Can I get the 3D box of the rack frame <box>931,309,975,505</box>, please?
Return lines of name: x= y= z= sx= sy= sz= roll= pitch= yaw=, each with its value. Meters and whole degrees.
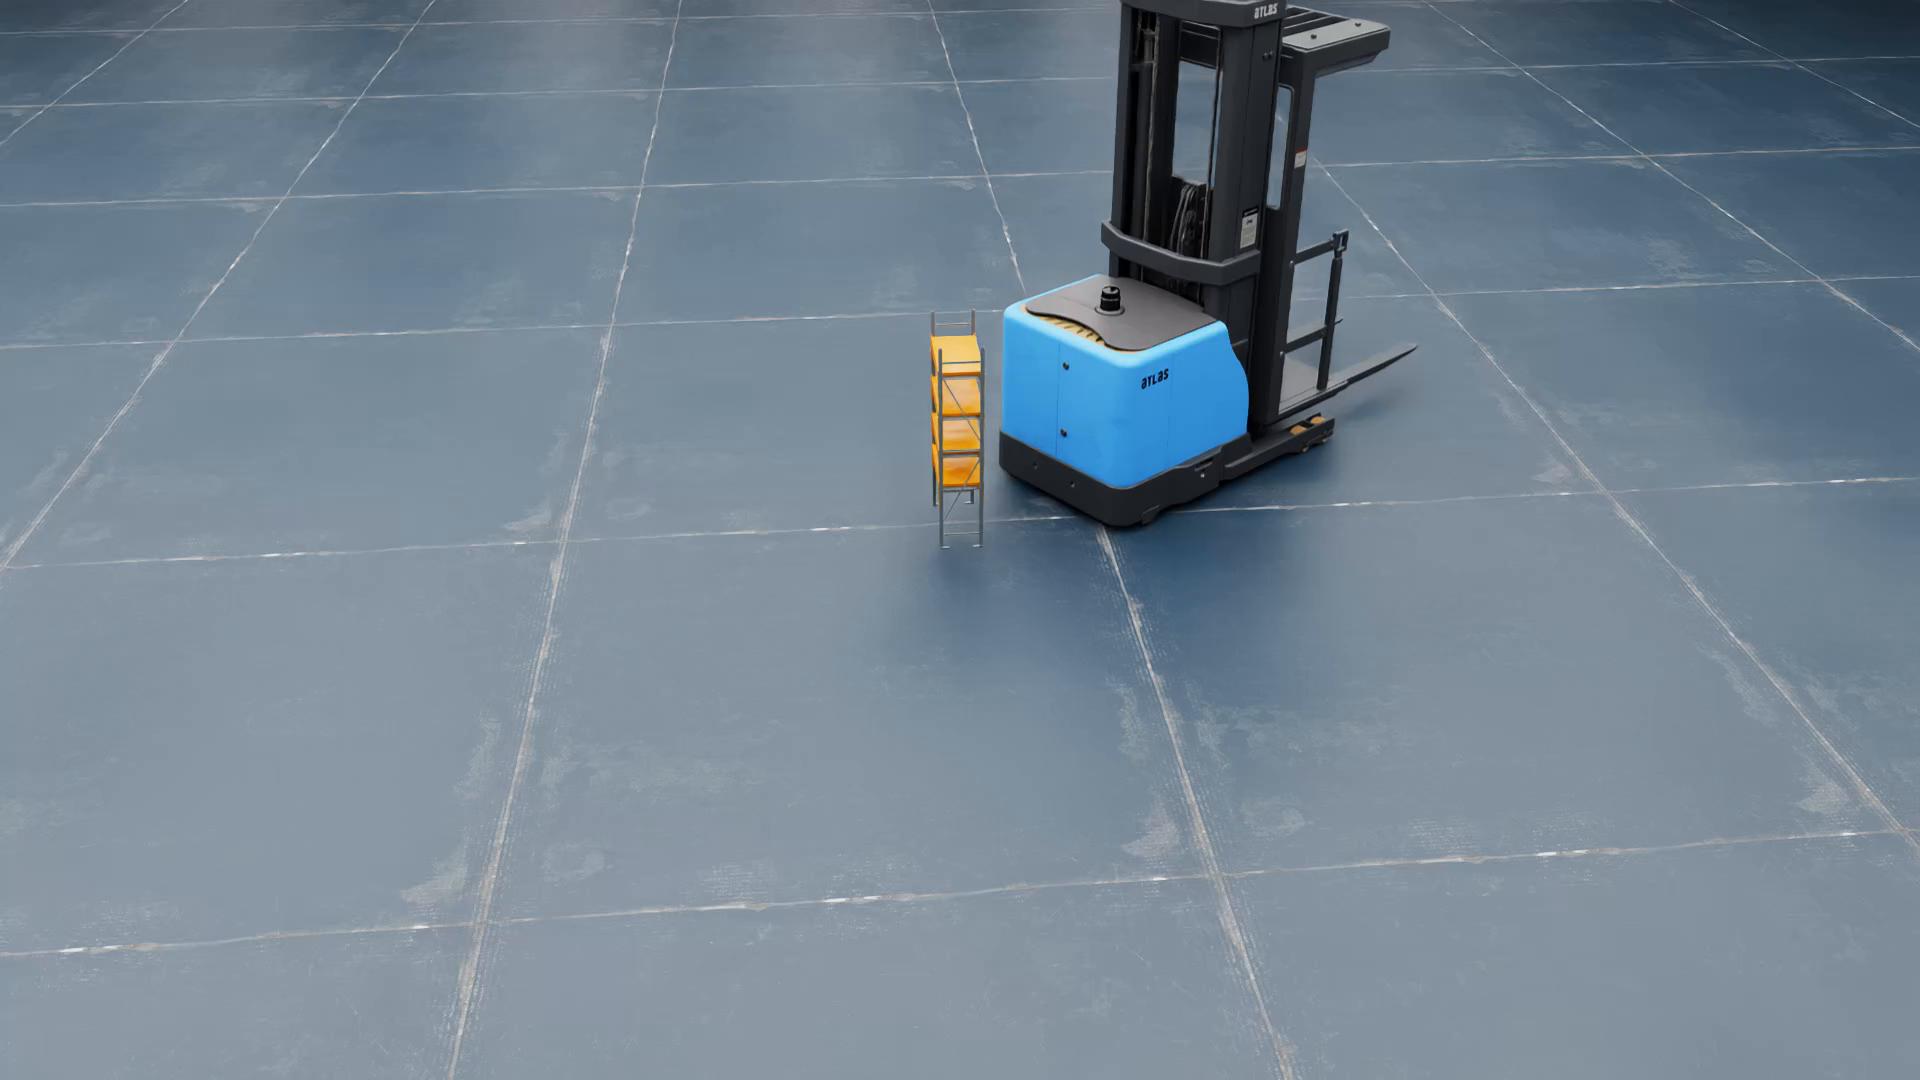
rack frame: x=-0.038 y=-0.724 z=9.292 sx=0.240 sy=1.200 sz=0.015 roll=-3 pitch=31 yaw=-5

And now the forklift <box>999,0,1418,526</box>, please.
forklift: x=1.668 y=-1.966 z=9.682 sx=3.031 sy=2.935 sz=1.130 roll=-24 pitch=39 yaw=-35

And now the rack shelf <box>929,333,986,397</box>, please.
rack shelf: x=-0.015 y=-0.937 z=8.882 sx=0.258 sy=0.148 sz=0.480 roll=-3 pitch=31 yaw=-5

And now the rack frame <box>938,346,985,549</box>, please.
rack frame: x=0.007 y=-0.475 z=8.875 sx=0.240 sy=1.200 sz=0.015 roll=-3 pitch=31 yaw=-5

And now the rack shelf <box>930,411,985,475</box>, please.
rack shelf: x=-0.015 y=-0.542 z=9.118 sx=0.258 sy=0.148 sz=0.480 roll=-3 pitch=31 yaw=-5

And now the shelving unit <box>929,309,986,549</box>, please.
shelving unit: x=-0.015 y=-0.600 z=9.084 sx=0.258 sy=1.200 sz=0.503 roll=-3 pitch=31 yaw=-5

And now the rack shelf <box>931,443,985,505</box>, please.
rack shelf: x=-0.015 y=-0.371 z=9.220 sx=0.258 sy=0.148 sz=0.480 roll=-3 pitch=31 yaw=-5

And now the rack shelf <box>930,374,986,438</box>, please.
rack shelf: x=-0.015 y=-0.734 z=9.004 sx=0.258 sy=0.148 sz=0.480 roll=-3 pitch=31 yaw=-5
